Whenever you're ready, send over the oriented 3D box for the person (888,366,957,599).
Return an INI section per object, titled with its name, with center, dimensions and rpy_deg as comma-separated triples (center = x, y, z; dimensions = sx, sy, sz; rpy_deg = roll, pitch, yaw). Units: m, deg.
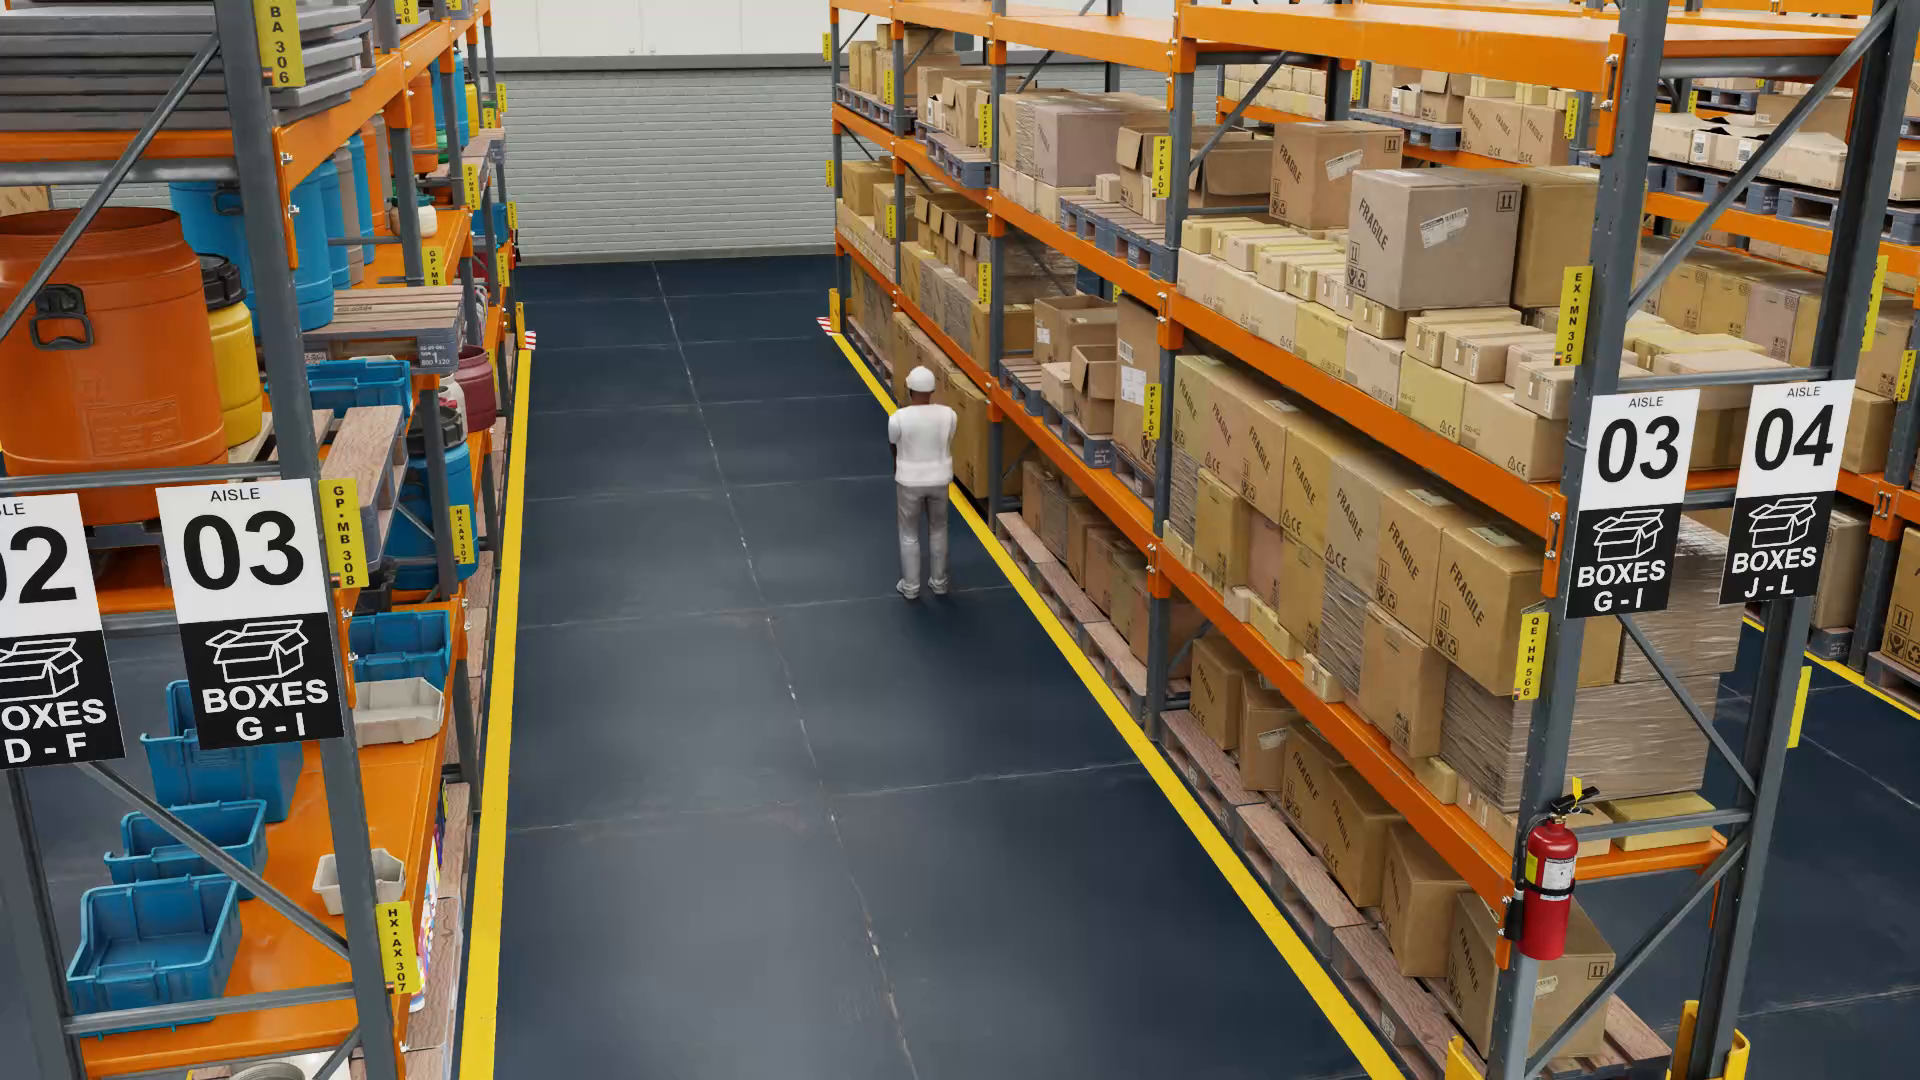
[person]
center = -0.298, -0.456, 12.330
dimensions = 0.504, 1.761, 0.572
rpy_deg = -4, 20, -12
